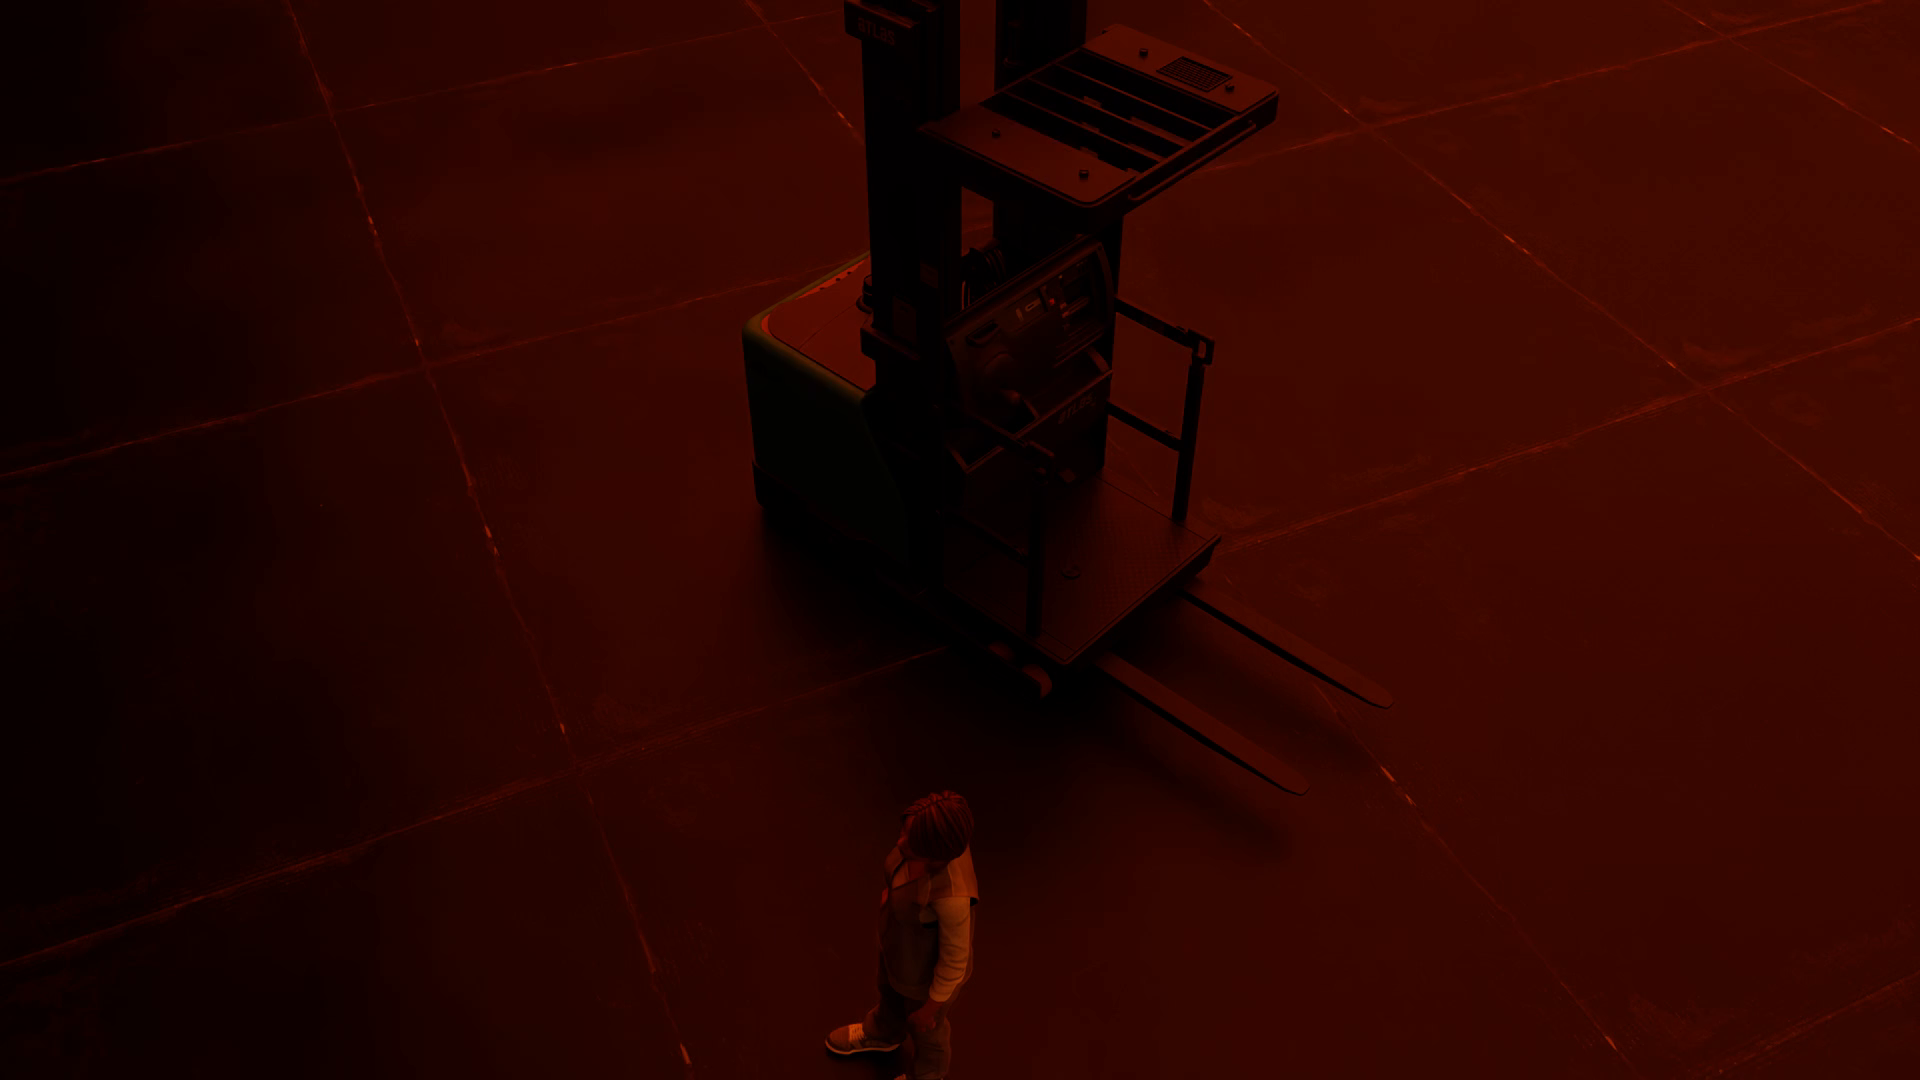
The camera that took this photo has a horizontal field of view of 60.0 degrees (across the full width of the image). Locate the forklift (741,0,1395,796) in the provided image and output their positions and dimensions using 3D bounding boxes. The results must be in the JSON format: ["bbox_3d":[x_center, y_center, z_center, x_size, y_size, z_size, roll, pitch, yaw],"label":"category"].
[{"bbox_3d":[0.445,-0.788,6.525,3.031,2.935,1.130,32,52,30],"label":"forklift"}]

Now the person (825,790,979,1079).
[{"bbox_3d":[-0.193,1.315,5.239,0.476,1.597,0.518,-10,44,-10],"label":"person"}]
